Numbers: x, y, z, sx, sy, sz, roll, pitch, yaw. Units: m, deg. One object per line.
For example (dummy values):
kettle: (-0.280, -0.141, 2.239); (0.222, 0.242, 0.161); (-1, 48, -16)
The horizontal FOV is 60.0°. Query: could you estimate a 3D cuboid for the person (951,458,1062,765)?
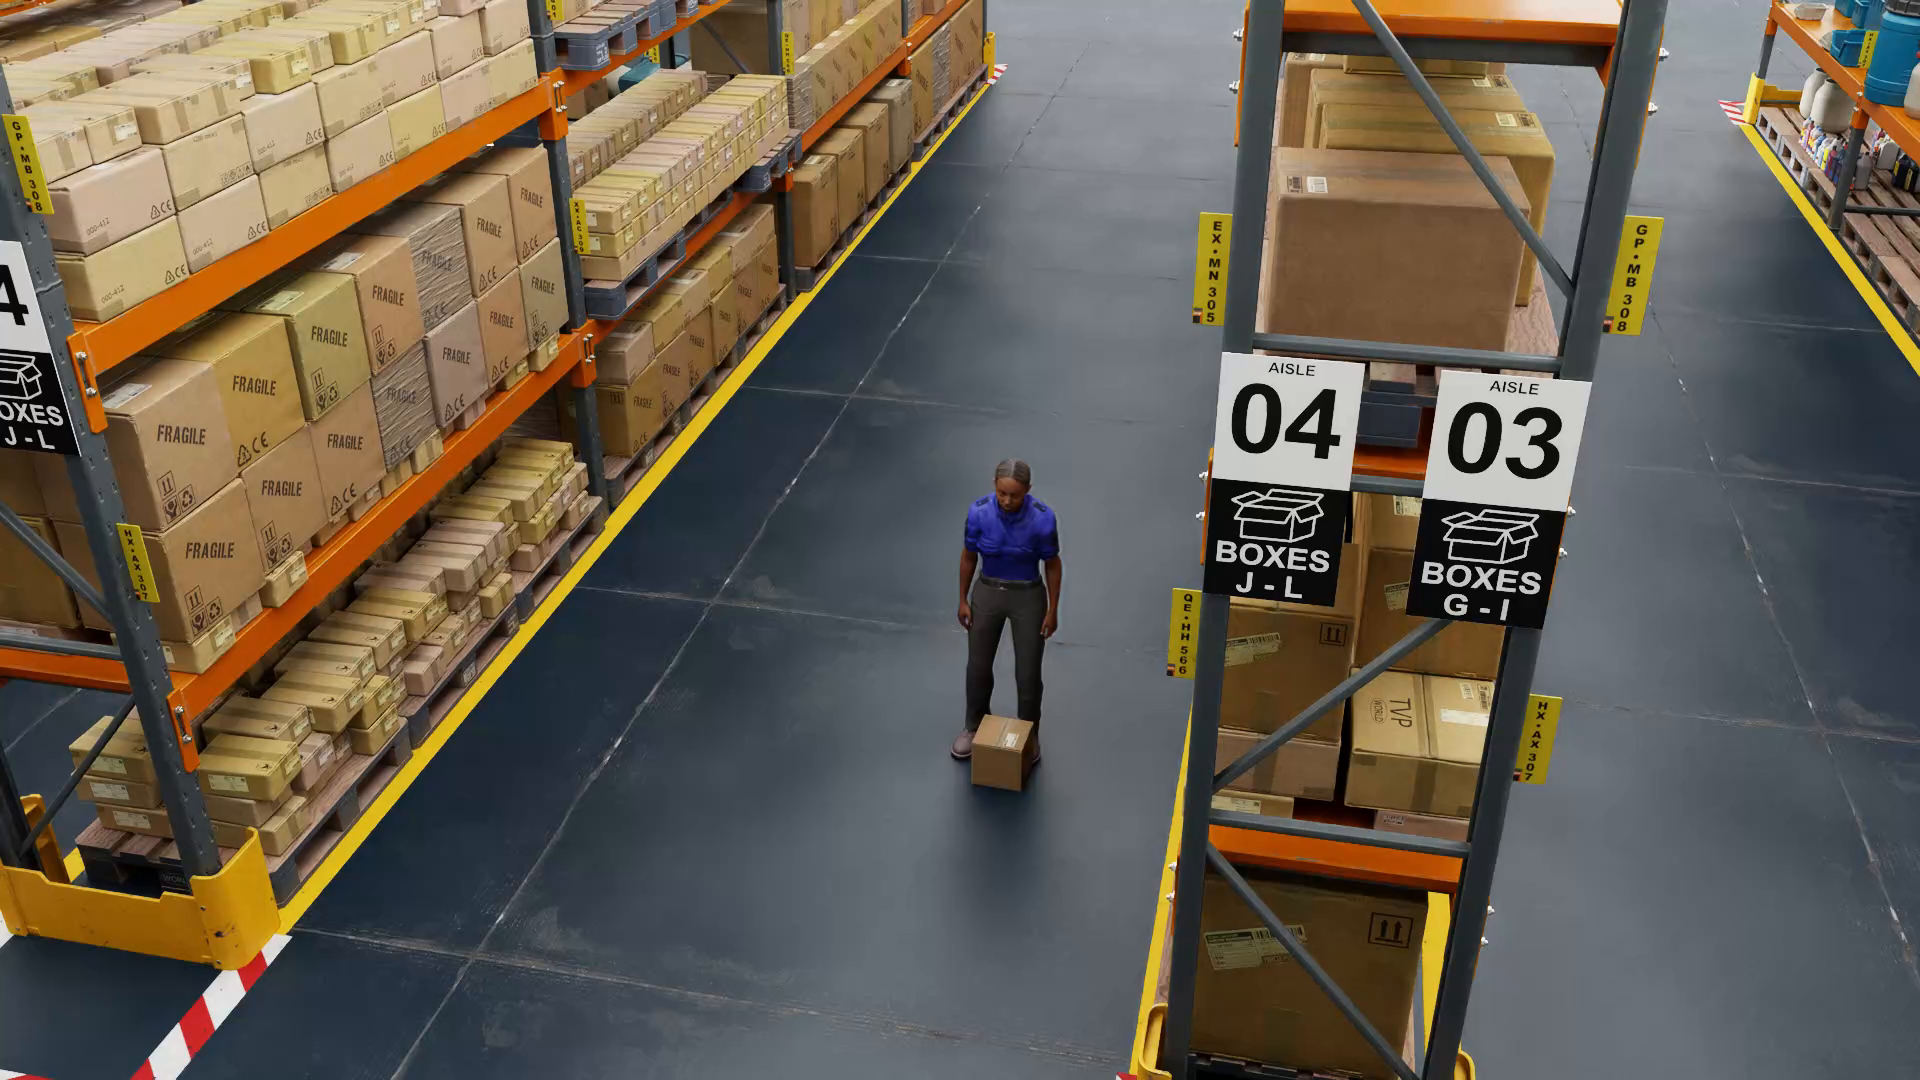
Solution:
person: (0.227, 0.326, 8.043); (0.512, 1.640, 0.351); (6, 29, 10)
